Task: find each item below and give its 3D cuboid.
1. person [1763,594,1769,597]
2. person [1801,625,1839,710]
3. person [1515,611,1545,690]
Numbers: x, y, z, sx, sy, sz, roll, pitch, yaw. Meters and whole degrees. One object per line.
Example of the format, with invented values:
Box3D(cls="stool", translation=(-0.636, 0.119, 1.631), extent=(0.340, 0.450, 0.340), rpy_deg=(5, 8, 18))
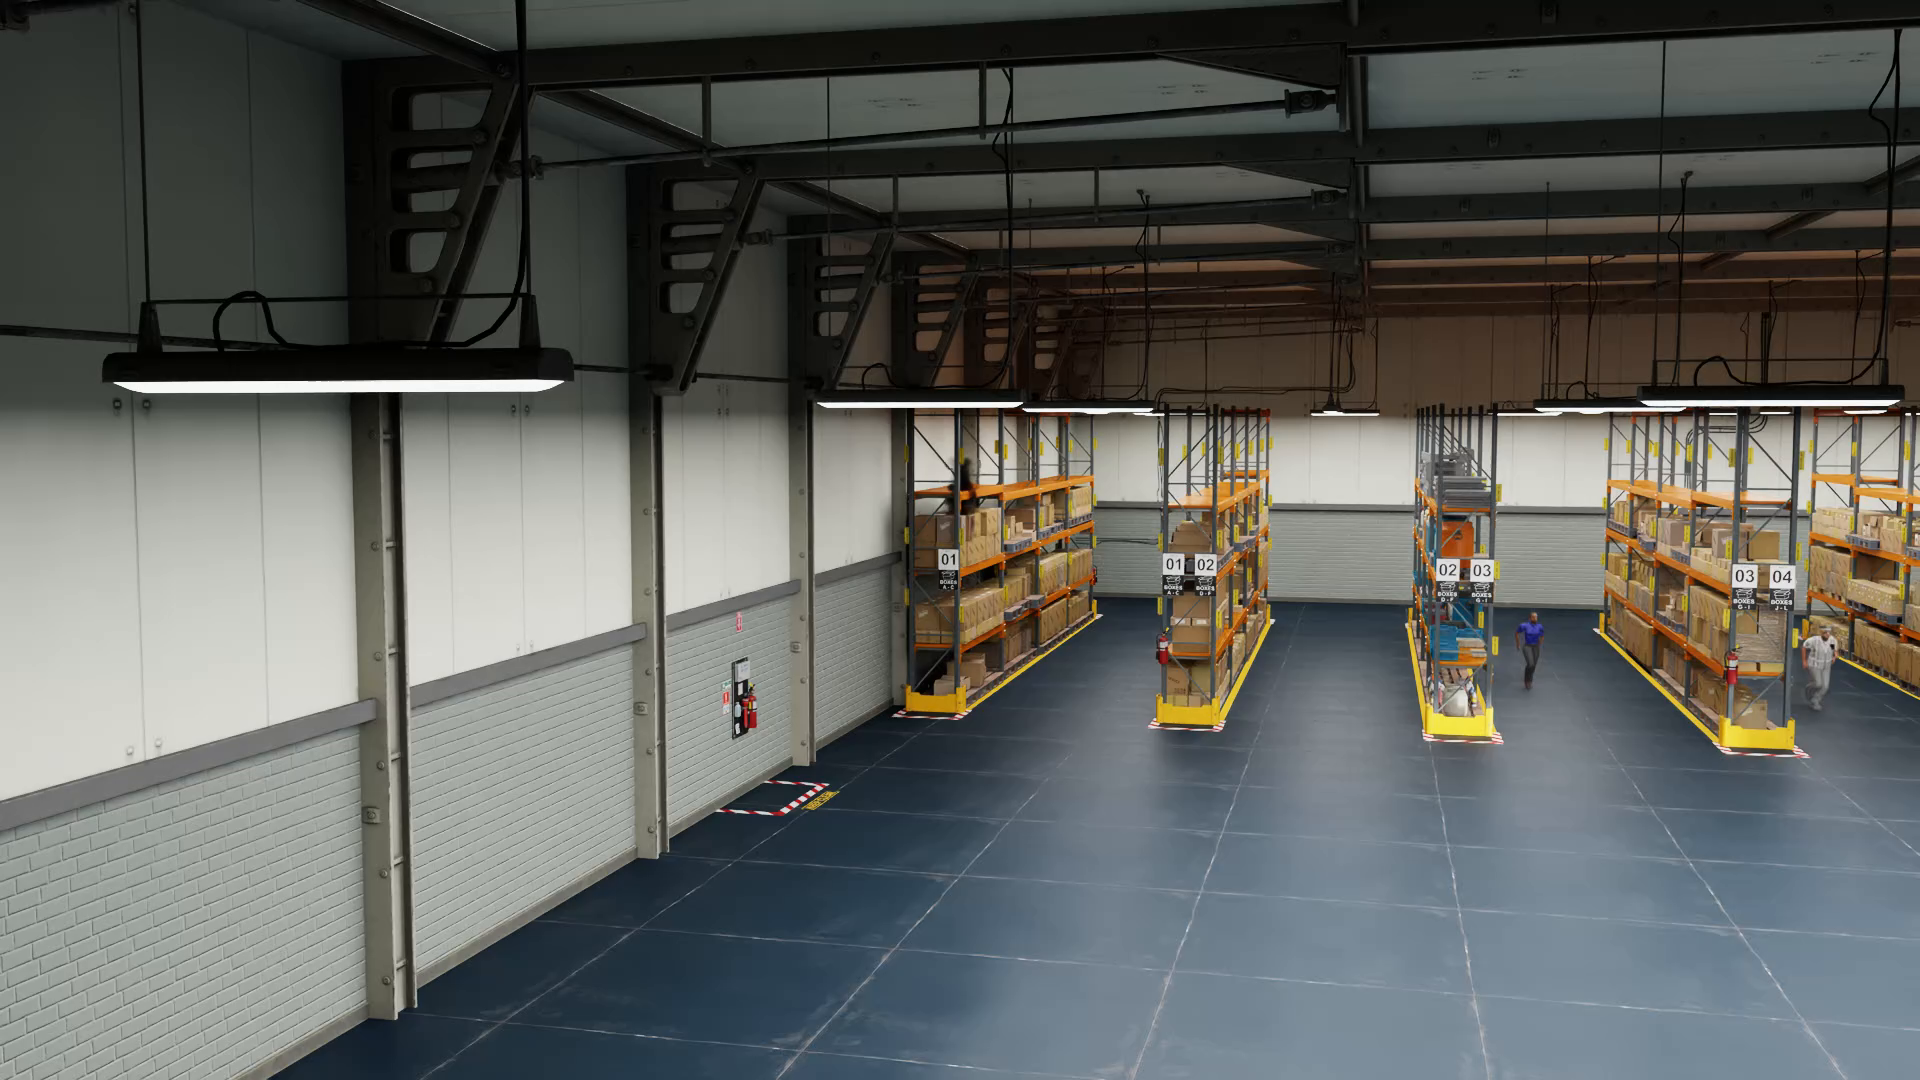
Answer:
Box3D(cls="person", translation=(21.151, 1.739, 43.582), extent=(0.612, 1.727, 0.676), rpy_deg=(2, 5, 28))
Box3D(cls="person", translation=(16.984, 2.488, 32.822), extent=(0.627, 1.703, 0.717), rpy_deg=(0, 4, -4))
Box3D(cls="person", translation=(12.091, 2.344, 35.186), extent=(0.538, 1.671, 0.767), rpy_deg=(0, 4, -4))
